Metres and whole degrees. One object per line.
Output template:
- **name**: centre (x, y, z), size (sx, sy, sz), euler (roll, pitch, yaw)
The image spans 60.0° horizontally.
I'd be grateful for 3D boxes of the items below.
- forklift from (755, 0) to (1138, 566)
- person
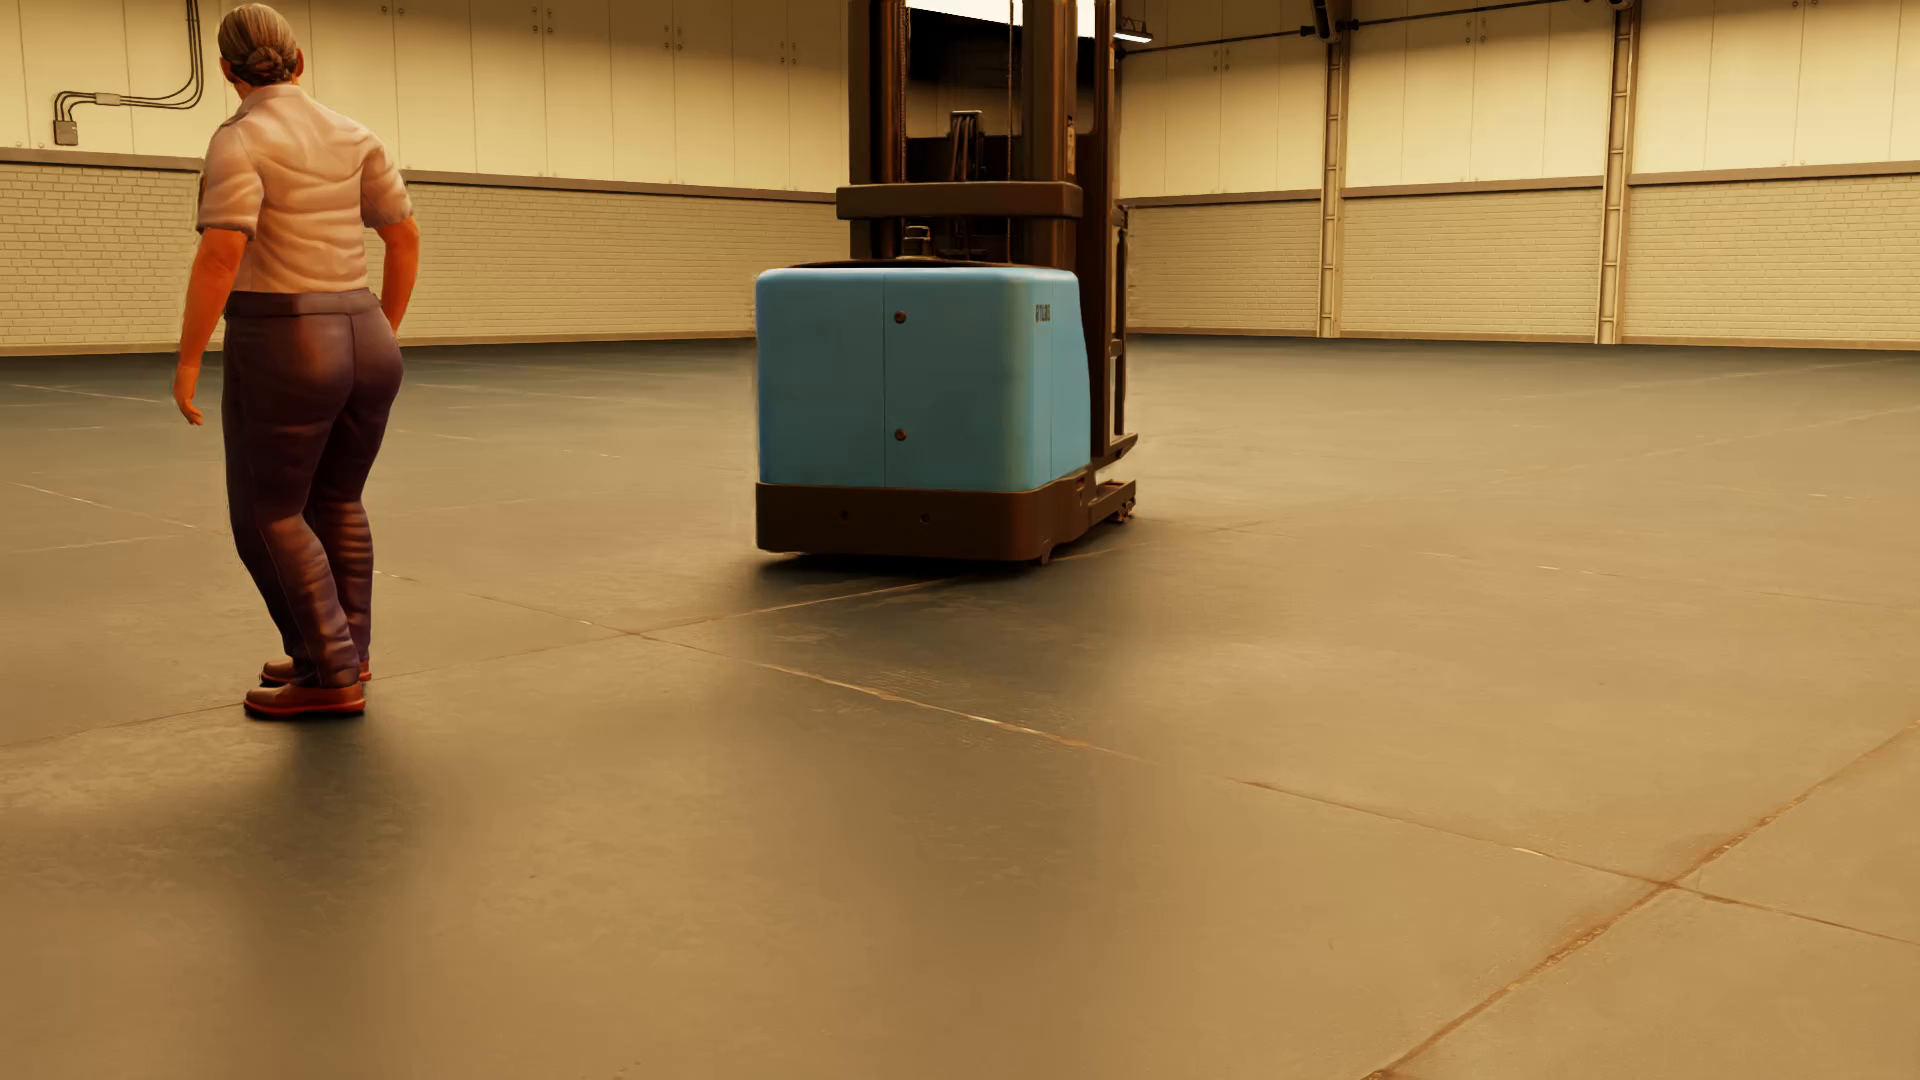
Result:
- **forklift**: centre (0.158, -1.538, 7.090), size (1.130, 2.935, 3.031), euler (2, 9, 16)
- **person**: centre (-1.623, -0.414, 3.959), size (0.491, 1.645, 0.664), euler (3, 9, 20)
